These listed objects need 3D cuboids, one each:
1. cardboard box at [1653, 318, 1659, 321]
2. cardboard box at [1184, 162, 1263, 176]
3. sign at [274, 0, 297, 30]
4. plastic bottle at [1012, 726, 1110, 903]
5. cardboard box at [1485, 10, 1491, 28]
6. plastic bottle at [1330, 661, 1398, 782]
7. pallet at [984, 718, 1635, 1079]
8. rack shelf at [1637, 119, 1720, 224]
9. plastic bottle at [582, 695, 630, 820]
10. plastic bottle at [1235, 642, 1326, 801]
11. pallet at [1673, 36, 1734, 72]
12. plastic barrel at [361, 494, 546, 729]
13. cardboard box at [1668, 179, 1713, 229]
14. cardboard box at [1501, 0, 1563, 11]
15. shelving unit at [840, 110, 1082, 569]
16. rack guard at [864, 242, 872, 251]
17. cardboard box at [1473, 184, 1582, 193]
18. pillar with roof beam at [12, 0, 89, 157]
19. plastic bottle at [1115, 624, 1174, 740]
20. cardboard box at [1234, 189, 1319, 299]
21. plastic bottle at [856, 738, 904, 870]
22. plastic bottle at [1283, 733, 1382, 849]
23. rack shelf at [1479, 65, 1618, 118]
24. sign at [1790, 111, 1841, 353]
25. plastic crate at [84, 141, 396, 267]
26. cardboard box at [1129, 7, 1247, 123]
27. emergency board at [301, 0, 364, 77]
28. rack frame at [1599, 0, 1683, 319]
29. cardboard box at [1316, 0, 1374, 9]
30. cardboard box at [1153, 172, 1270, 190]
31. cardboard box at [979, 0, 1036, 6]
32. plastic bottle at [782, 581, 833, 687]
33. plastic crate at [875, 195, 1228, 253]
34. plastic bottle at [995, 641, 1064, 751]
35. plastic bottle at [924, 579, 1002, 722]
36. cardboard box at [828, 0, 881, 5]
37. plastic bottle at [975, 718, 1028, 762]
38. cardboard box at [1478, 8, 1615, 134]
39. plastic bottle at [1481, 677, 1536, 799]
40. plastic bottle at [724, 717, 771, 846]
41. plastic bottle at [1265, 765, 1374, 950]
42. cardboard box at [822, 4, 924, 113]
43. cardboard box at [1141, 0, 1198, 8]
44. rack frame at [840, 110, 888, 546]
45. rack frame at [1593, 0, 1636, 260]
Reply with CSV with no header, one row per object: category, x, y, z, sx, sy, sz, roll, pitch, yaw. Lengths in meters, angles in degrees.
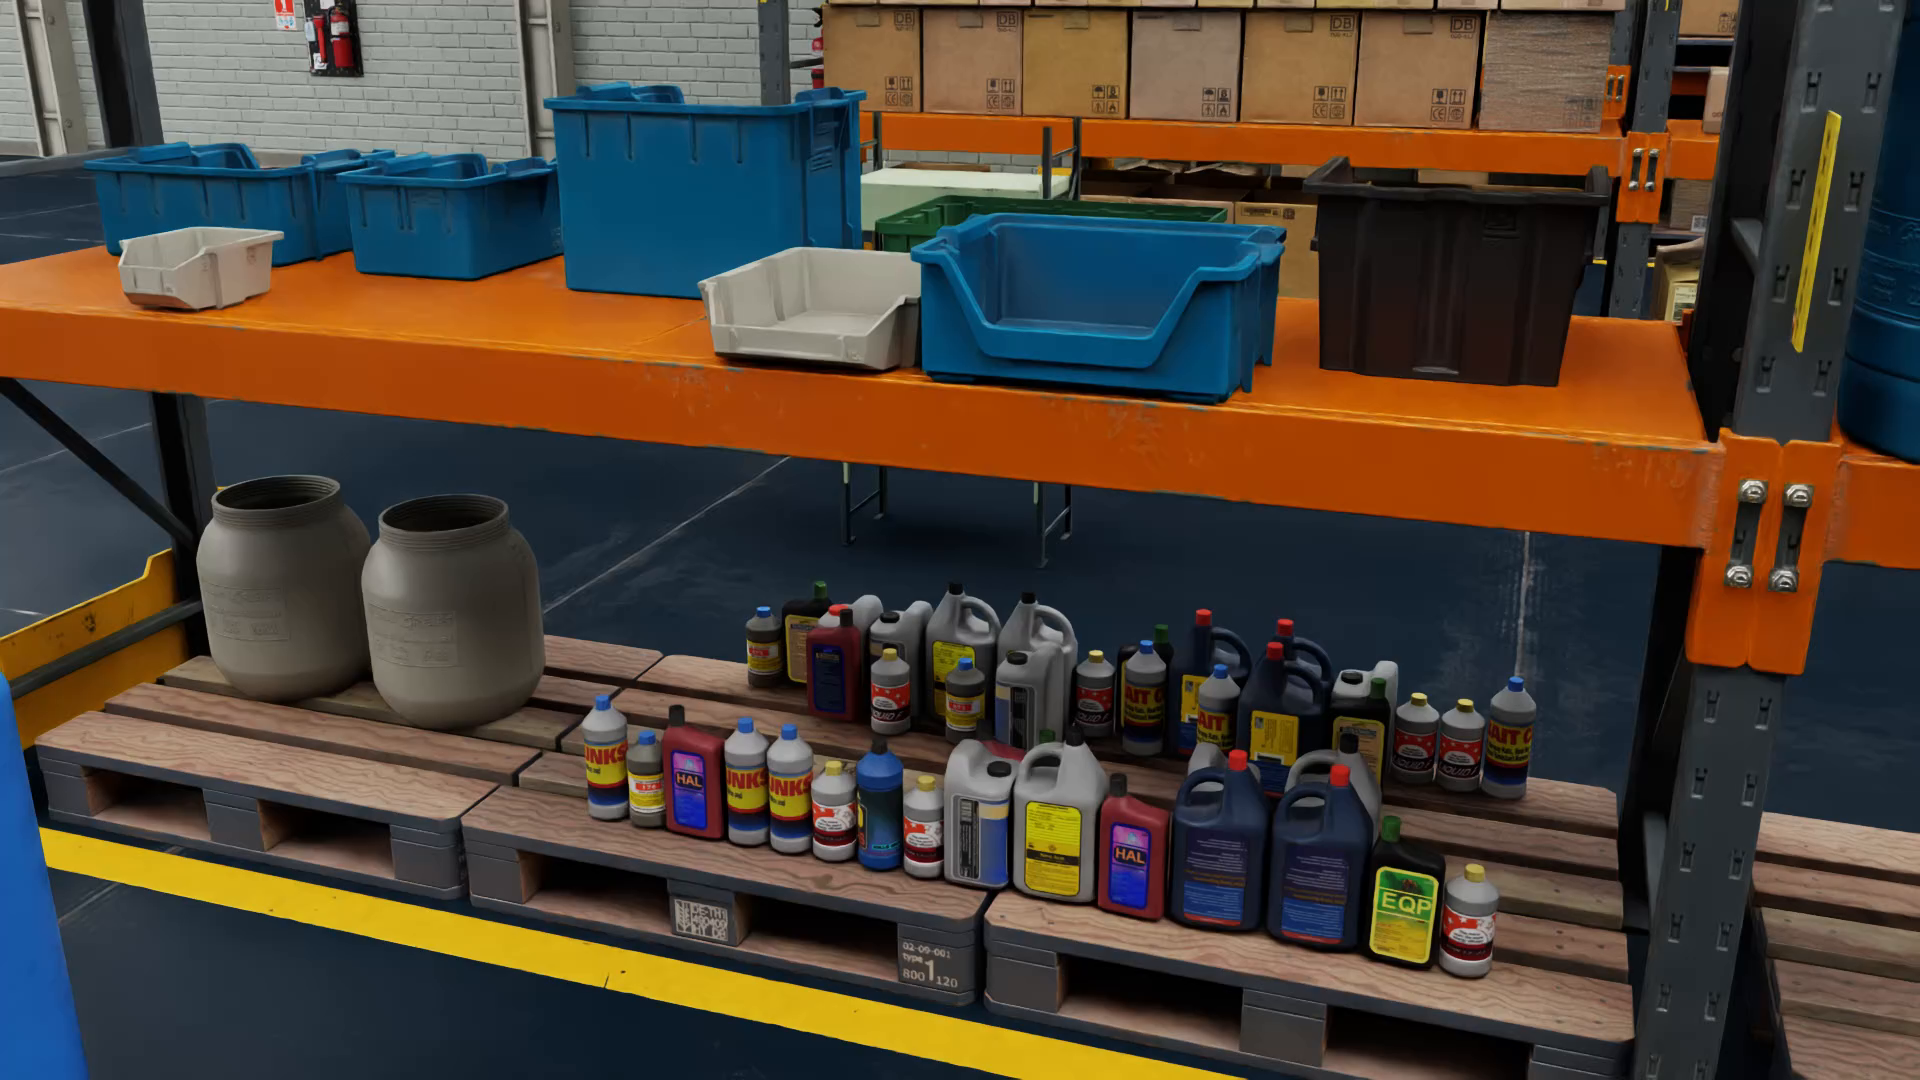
cardboard box,3.322,-0.791,7.327,0.500,0.250,0.500,6,20,17
cardboard box,2.029,-2.758,12.847,0.500,0.311,0.500,8,21,23
sign,-6.667,-5.213,16.420,0.234,0.329,0.001,7,20,18
plastic bottle,0.204,0.536,3.338,0.185,0.351,0.144,6,20,18
cardboard box,3.623,-3.852,11.627,0.500,0.500,0.500,6,20,18
plastic bottle,0.922,0.410,3.813,0.135,0.276,0.152,7,21,20
pallet,0.773,0.760,3.576,1.213,0.211,1.003,7,20,18
rack shelf,4.912,-1.456,6.788,4.000,0.370,1.077,7,20,18
plastic bottle,-0.775,0.470,3.648,0.097,0.271,0.097,0,19,0
plastic bottle,0.720,0.400,3.727,0.185,0.351,0.144,7,20,18
pallet,5.319,-3.334,11.374,1.213,0.211,1.003,7,20,18
plastic barrel,-1.265,0.174,4.161,0.421,0.512,0.421,0,19,0
cardboard box,5.345,-2.505,11.835,0.500,0.500,0.700,7,20,20
cardboard box,2.462,-2.355,7.137,0.250,0.149,0.380,6,20,17
shelving unit,-0.006,-0.709,5.831,0.755,1.500,0.431,7,20,18
rack guard,-0.779,-1.266,8.947,0.348,0.500,1.175,7,20,18
cardboard box,2.687,-1.413,7.972,0.500,0.500,0.500,7,20,18
pillar with roof beam,-10.937,-6.968,12.394,0.400,9.000,9.100,7,20,18
plastic bottle,0.446,0.336,4.014,0.133,0.283,0.061,7,21,20
cardboard box,1.570,-1.358,7.815,0.500,0.500,0.500,7,20,18
plastic bottle,-0.165,0.539,3.448,0.097,0.271,0.097,0,19,0
plastic bottle,0.738,0.547,3.307,0.185,0.351,0.144,7,20,18
rack shelf,2.755,-3.428,12.447,4.000,0.370,1.077,7,20,18
sign,1.202,-0.432,2.339,0.005,0.325,0.100,7,20,18
plastic crate,-1.814,-0.872,4.248,0.616,0.251,0.499,7,20,18
cardboard box,1.144,-2.270,7.879,0.500,0.500,0.700,7,20,20
emergency board,-6.179,-5.104,16.162,0.643,1.169,0.194,7,20,18
rack frame,3.022,-2.011,7.289,0.127,3.000,1.000,7,20,18
cardboard box,1.735,-2.438,7.376,0.250,0.149,0.380,6,20,18
cardboard box,1.269,-1.574,8.435,0.500,0.500,0.500,7,20,18
cardboard box,0.267,-2.605,7.854,0.250,0.149,0.380,6,20,17
plastic bottle,-0.390,0.240,4.288,0.133,0.283,0.061,7,20,19
plastic crate,0.204,-0.606,3.579,0.662,0.188,0.450,7,20,18
plastic bottle,0.162,0.373,3.918,0.135,0.276,0.152,7,20,18
plastic bottle,0.011,0.269,4.104,0.185,0.351,0.144,7,21,20
cardboard box,-0.456,-2.688,8.092,0.250,0.149,0.380,6,20,18
plastic bottle,0.086,0.516,3.498,0.133,0.283,0.061,7,20,18
cardboard box,2.601,-2.104,7.405,0.500,0.500,0.700,6,20,17
plastic bottle,1.236,0.438,3.738,0.097,0.271,0.097,0,19,0
plastic bottle,-0.451,0.507,3.542,0.097,0.271,0.097,0,19,0
plastic bottle,0.690,0.592,3.178,0.185,0.351,0.144,6,20,17
cardboard box,-0.319,-2.436,8.356,0.500,0.500,0.700,7,20,18
cardboard box,0.996,-2.521,7.615,0.250,0.149,0.380,7,20,19
rack frame,-0.352,-0.748,5.945,0.023,1.500,0.400,7,20,18
rack frame,4.644,-3.552,11.709,0.127,3.000,1.000,7,20,18
